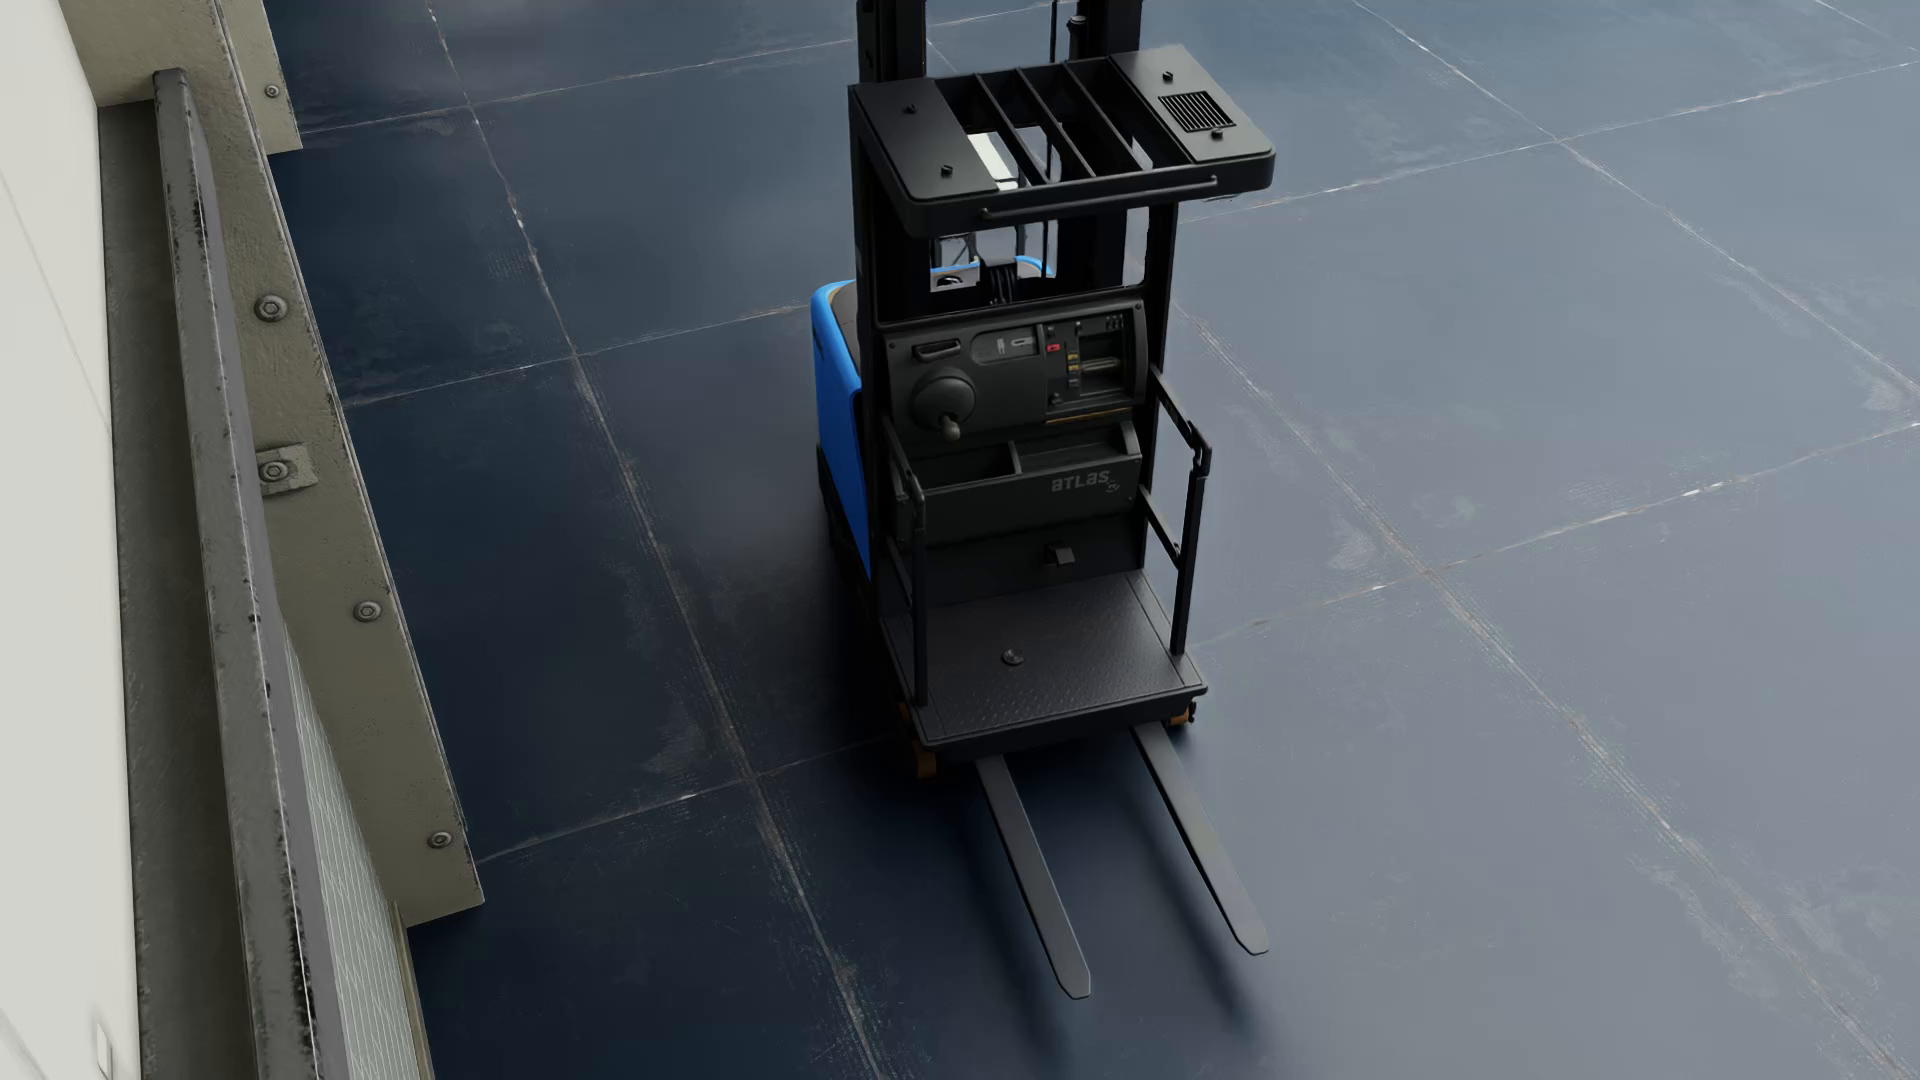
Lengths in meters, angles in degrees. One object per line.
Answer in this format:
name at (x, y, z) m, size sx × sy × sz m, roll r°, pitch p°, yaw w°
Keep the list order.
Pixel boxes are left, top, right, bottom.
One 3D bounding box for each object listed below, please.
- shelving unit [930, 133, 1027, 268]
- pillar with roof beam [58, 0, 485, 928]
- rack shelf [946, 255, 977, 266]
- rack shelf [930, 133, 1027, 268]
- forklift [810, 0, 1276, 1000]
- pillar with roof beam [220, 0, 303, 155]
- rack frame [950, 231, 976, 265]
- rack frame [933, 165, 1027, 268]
shelving unit at (-0.020, -1.201, 7.496) m, size 0.431 × 1.500 × 0.755 m, roll -10°, pitch 42°, yaw -12°
pillar with roof beam at (2.107, -3.305, 4.191) m, size 9.100 × 9.000 × 0.400 m, roll -15°, pitch 43°, yaw -17°
rack shelf at (-0.020, -0.954, 7.709) m, size 0.431 × 0.370 × 0.720 m, roll -10°, pitch 42°, yaw -12°
rack shelf at (-0.020, -1.497, 7.242) m, size 0.431 × 0.370 × 0.720 m, roll -10°, pitch 42°, yaw -12°
forklift at (0.263, -0.506, 5.591) m, size 1.130 × 2.935 × 3.031 m, roll -10°, pitch 42°, yaw -12°
pillar with roof beam at (-0.188, -6.919, 8.394) m, size 9.100 × 9.000 × 0.400 m, roll -15°, pitch 43°, yaw -17°
rack frame at (-0.120, -1.430, 7.763) m, size 0.400 × 1.500 × 0.023 m, roll -10°, pitch 42°, yaw -12°
rack frame at (0.080, -0.971, 7.229) m, size 0.400 × 1.500 × 0.023 m, roll -10°, pitch 42°, yaw -12°
